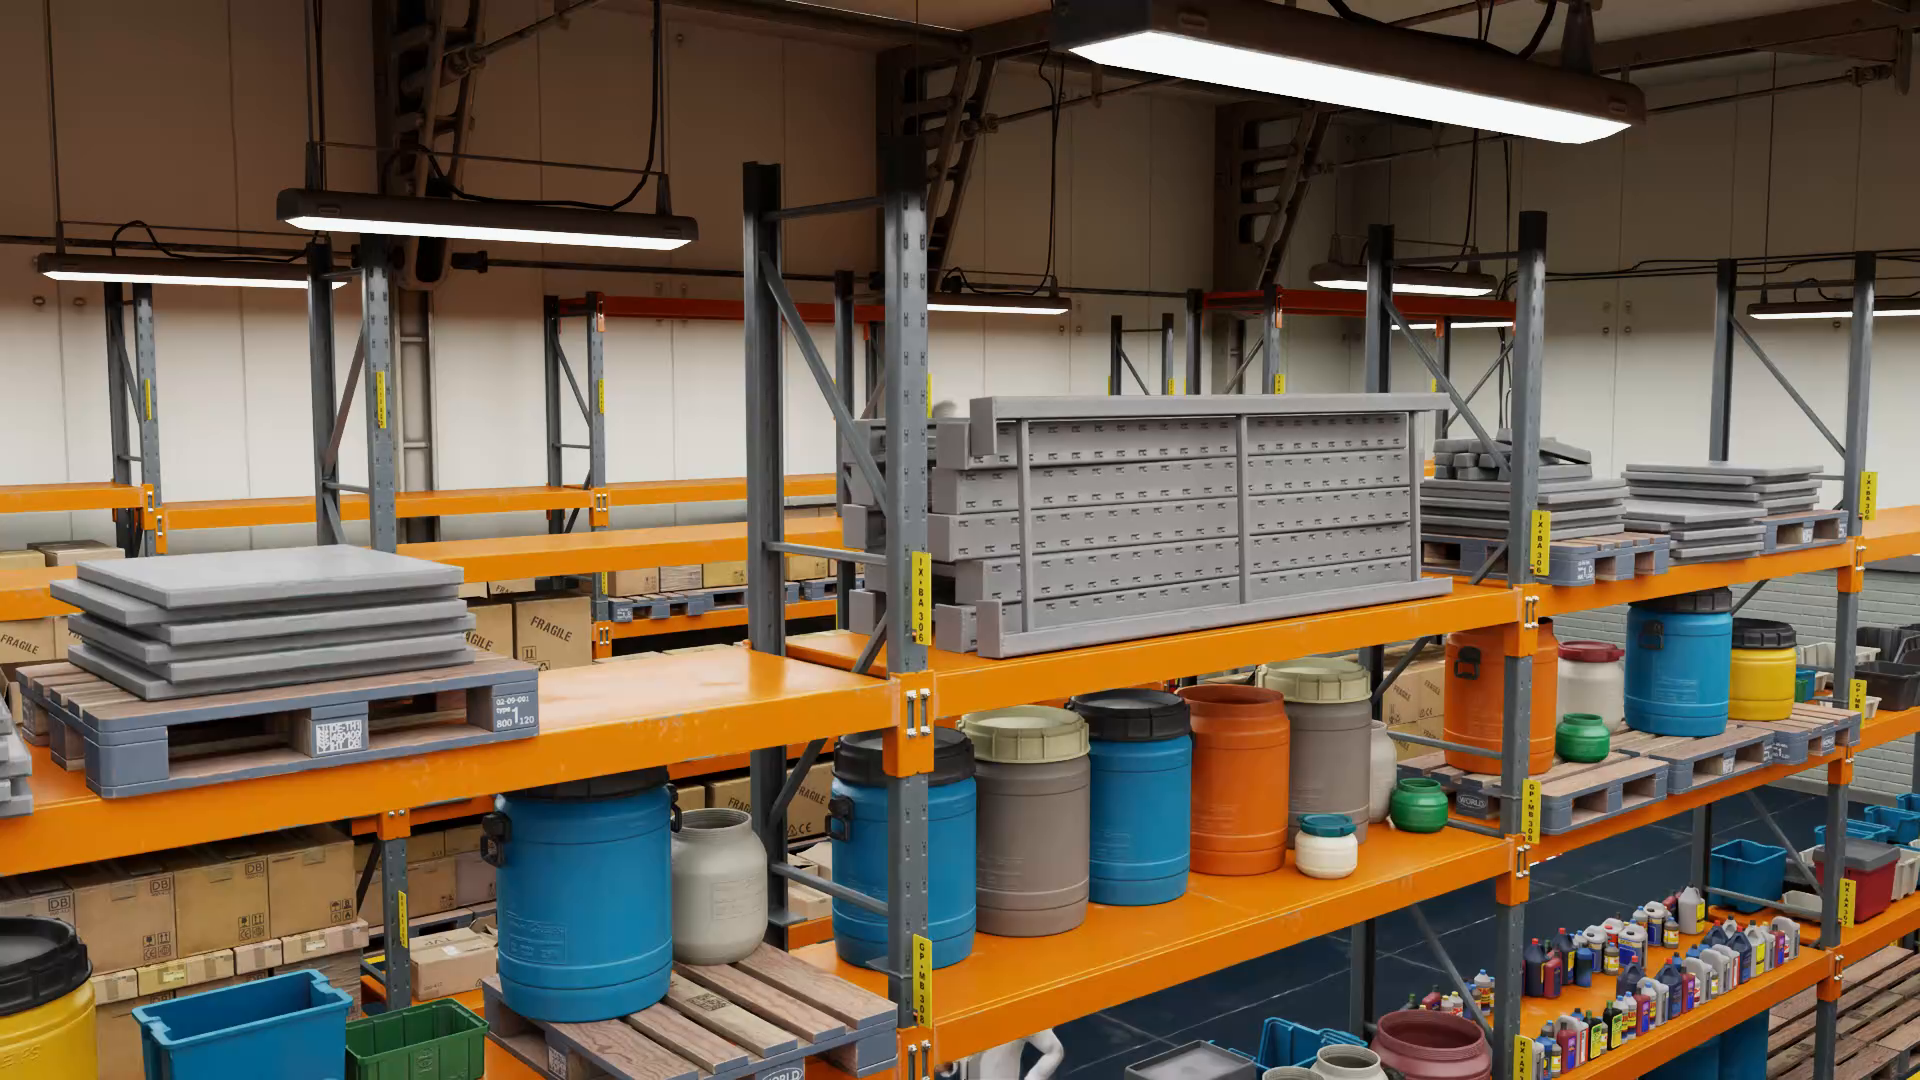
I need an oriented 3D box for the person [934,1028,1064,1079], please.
[{"bbox_3d":[0.161,3.364,9.662,0.680,1.828,0.766,5,8,44],"label":"person"}]
